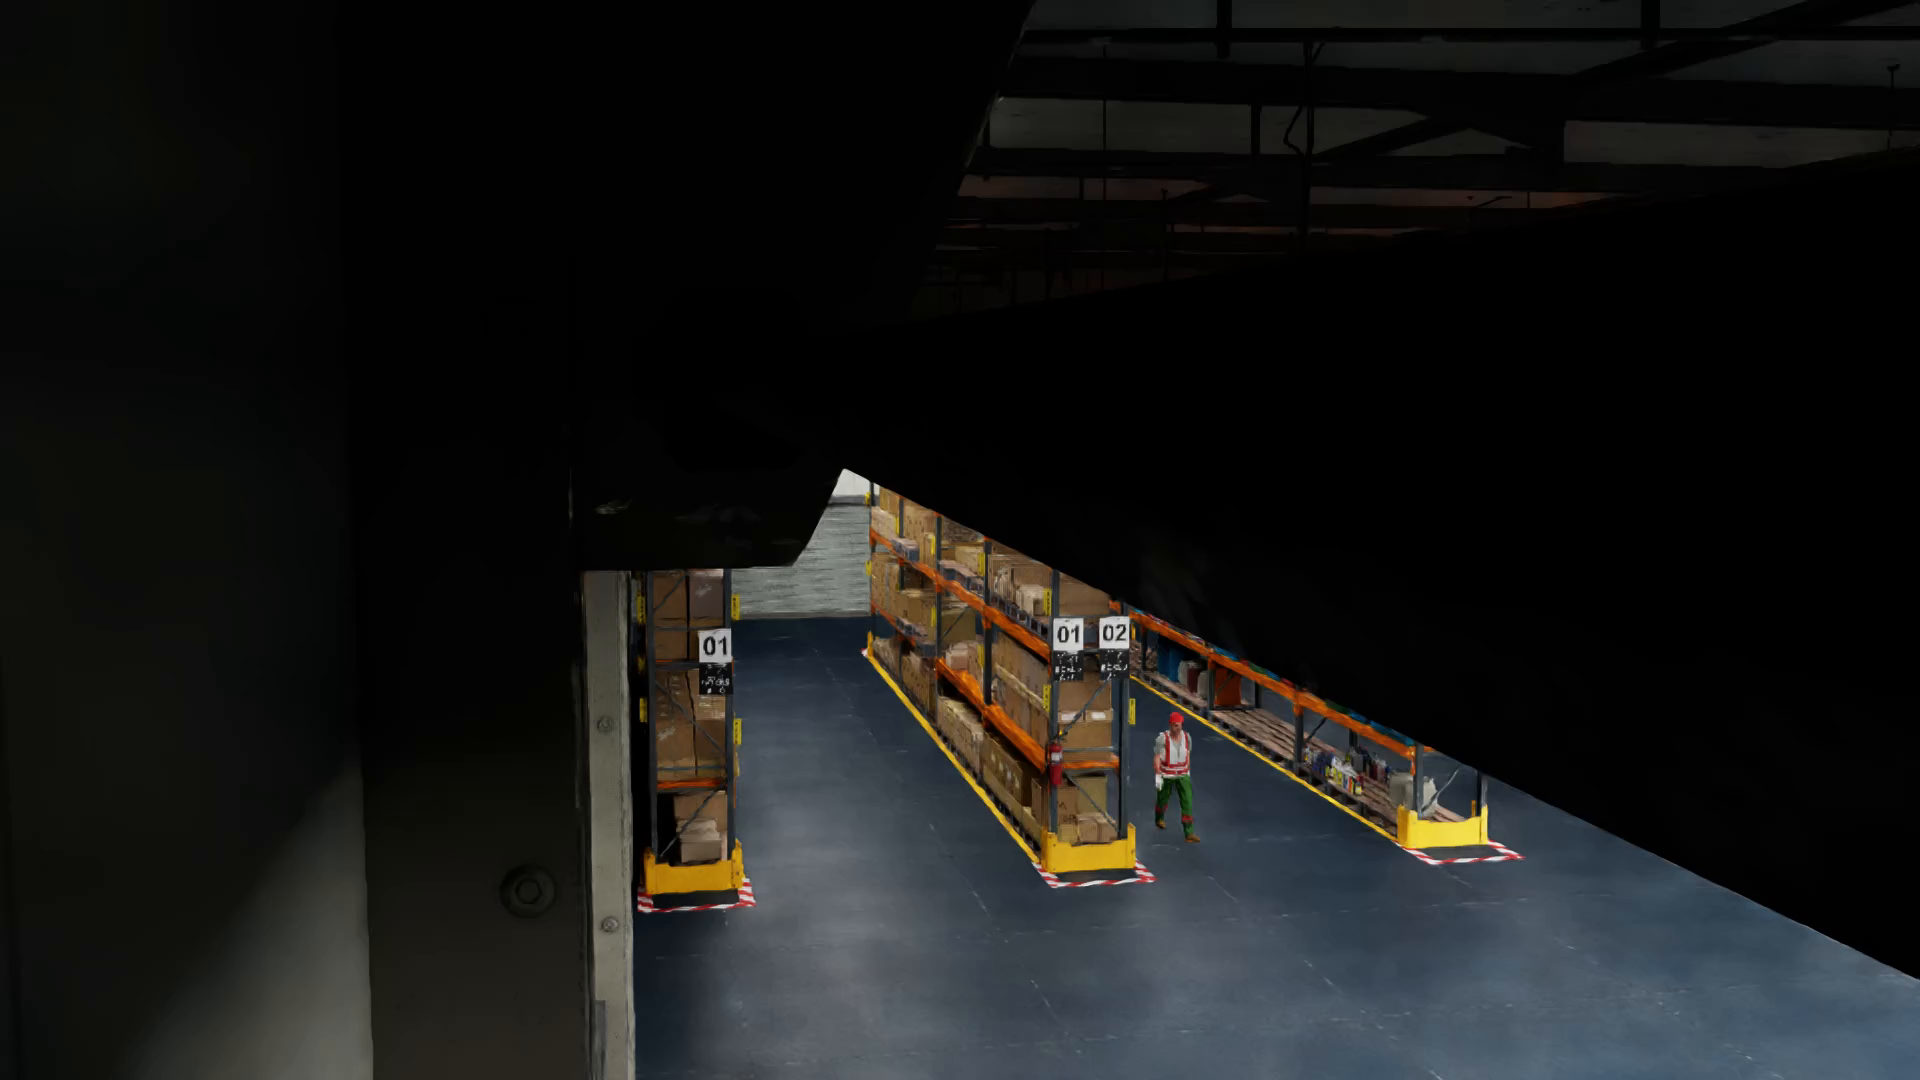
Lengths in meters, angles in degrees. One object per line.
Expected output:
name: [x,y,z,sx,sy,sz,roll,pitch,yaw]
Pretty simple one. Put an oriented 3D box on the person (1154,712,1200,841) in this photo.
person: [2.877,3.138,22.319,0.553,1.709,1.123,-1,6,-9]
